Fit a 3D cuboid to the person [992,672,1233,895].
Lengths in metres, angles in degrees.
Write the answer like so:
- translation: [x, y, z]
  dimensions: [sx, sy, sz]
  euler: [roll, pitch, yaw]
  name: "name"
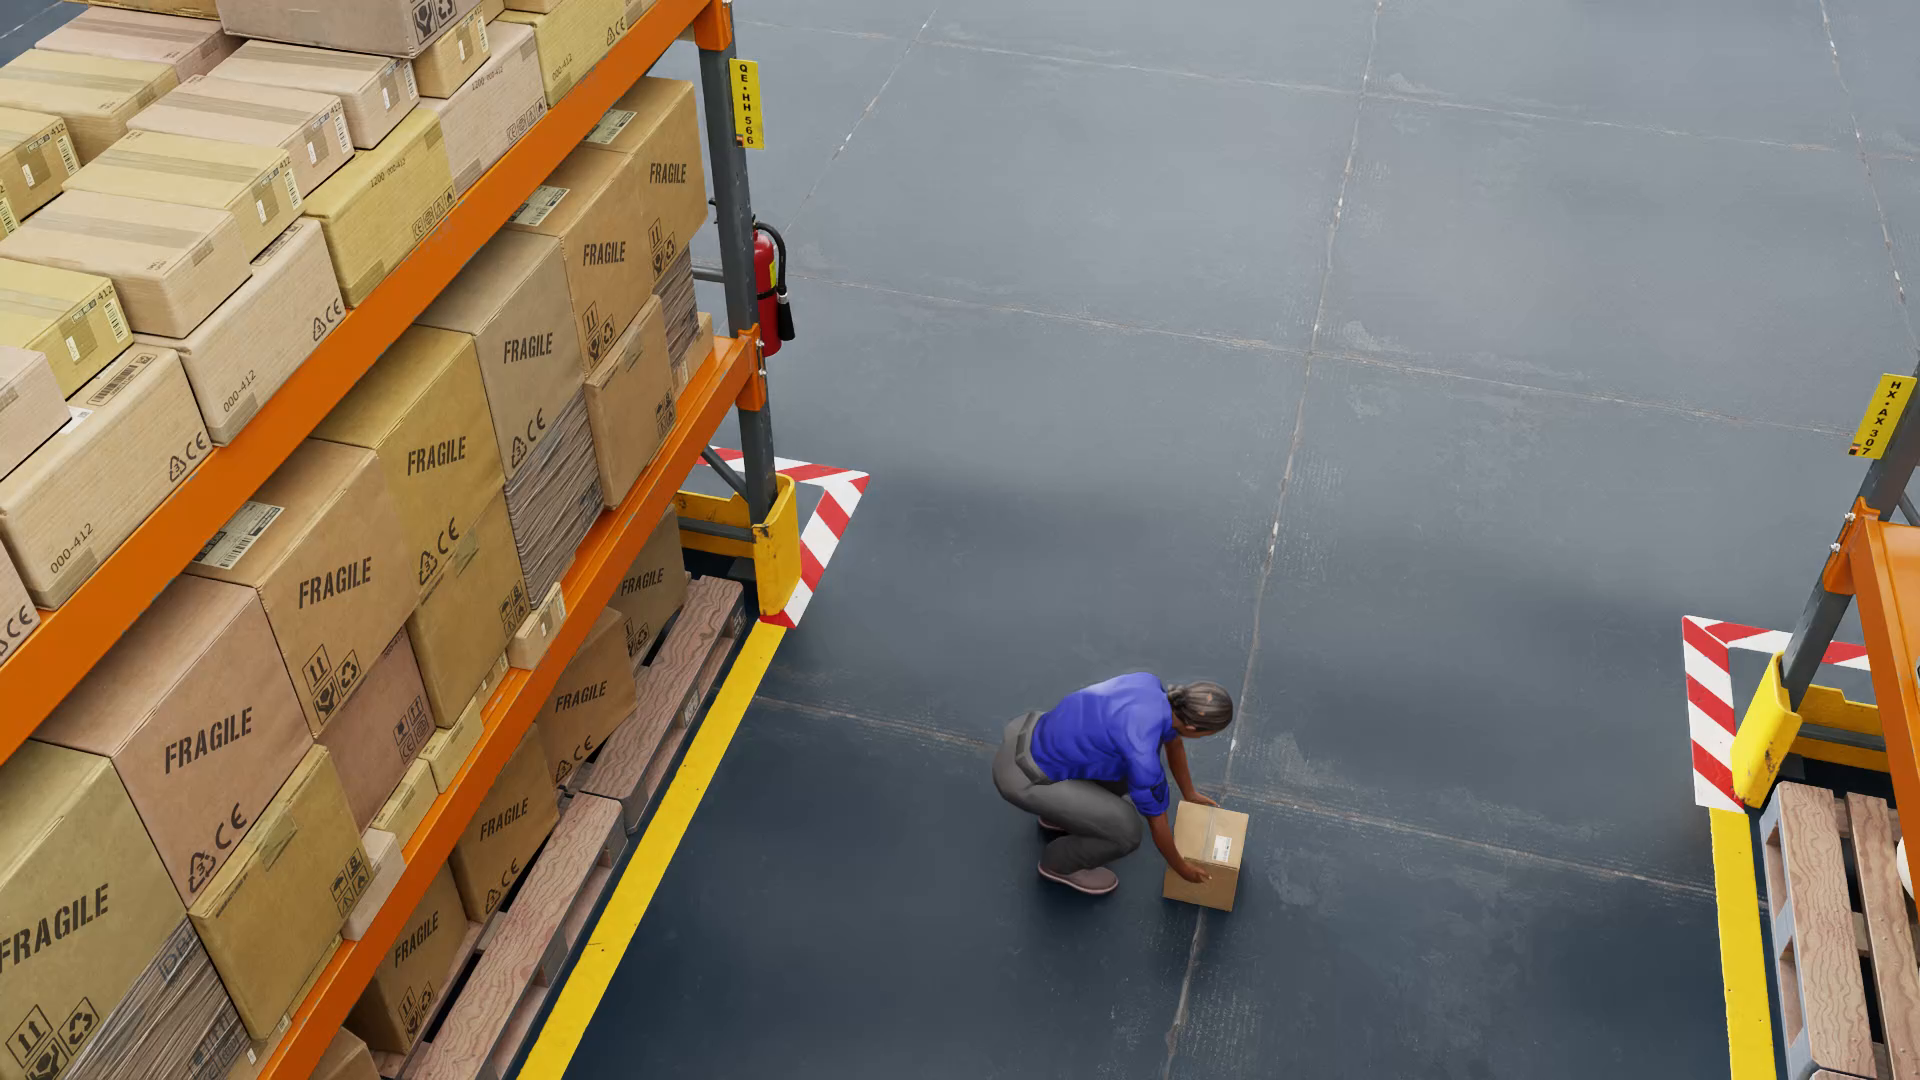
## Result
- translation: [0.527, 0.810, 5.810]
  dimensions: [0.805, 0.911, 0.476]
  euler: [10, 42, 11]
  name: "person"
